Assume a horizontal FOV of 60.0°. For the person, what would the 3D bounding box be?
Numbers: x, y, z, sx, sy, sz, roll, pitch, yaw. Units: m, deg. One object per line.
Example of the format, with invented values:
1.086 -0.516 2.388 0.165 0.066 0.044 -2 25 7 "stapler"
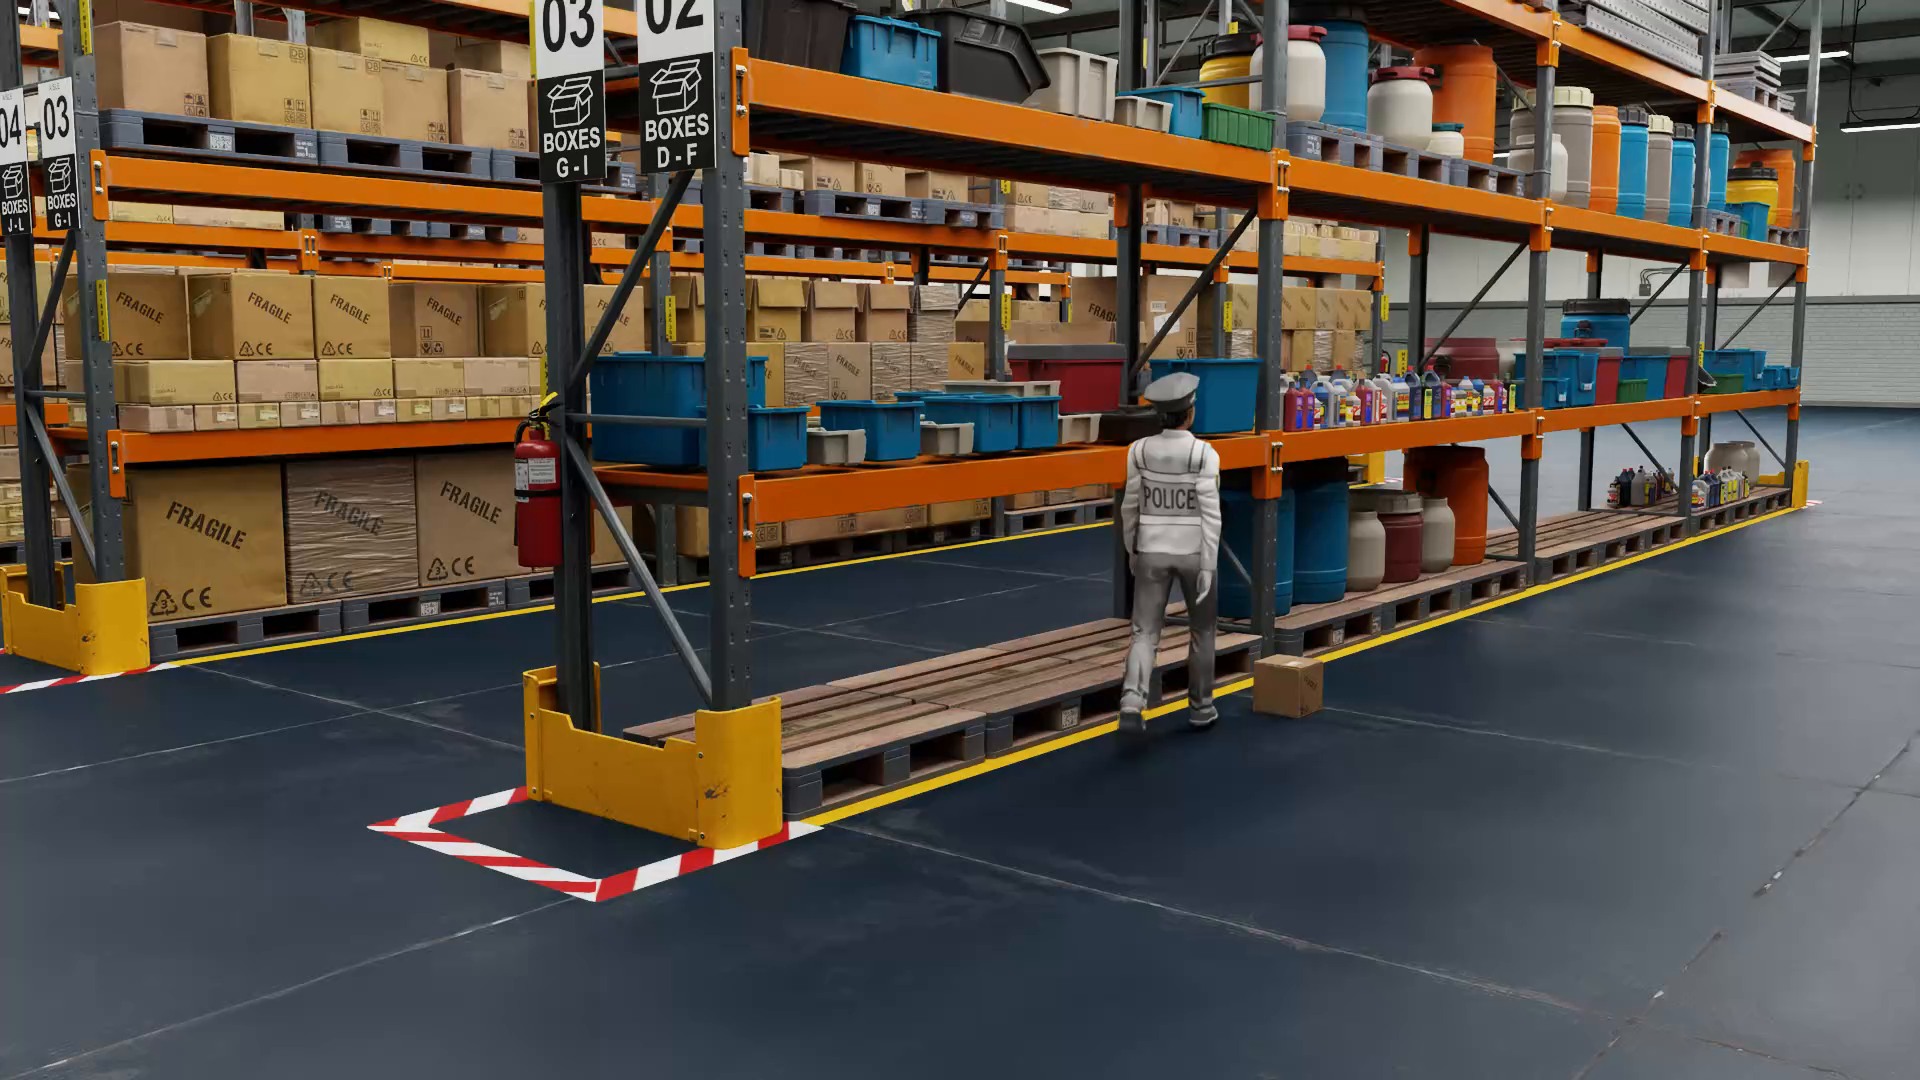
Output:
0.954 0.068 7.508 0.481 1.649 0.911 2 7 18 "person"
